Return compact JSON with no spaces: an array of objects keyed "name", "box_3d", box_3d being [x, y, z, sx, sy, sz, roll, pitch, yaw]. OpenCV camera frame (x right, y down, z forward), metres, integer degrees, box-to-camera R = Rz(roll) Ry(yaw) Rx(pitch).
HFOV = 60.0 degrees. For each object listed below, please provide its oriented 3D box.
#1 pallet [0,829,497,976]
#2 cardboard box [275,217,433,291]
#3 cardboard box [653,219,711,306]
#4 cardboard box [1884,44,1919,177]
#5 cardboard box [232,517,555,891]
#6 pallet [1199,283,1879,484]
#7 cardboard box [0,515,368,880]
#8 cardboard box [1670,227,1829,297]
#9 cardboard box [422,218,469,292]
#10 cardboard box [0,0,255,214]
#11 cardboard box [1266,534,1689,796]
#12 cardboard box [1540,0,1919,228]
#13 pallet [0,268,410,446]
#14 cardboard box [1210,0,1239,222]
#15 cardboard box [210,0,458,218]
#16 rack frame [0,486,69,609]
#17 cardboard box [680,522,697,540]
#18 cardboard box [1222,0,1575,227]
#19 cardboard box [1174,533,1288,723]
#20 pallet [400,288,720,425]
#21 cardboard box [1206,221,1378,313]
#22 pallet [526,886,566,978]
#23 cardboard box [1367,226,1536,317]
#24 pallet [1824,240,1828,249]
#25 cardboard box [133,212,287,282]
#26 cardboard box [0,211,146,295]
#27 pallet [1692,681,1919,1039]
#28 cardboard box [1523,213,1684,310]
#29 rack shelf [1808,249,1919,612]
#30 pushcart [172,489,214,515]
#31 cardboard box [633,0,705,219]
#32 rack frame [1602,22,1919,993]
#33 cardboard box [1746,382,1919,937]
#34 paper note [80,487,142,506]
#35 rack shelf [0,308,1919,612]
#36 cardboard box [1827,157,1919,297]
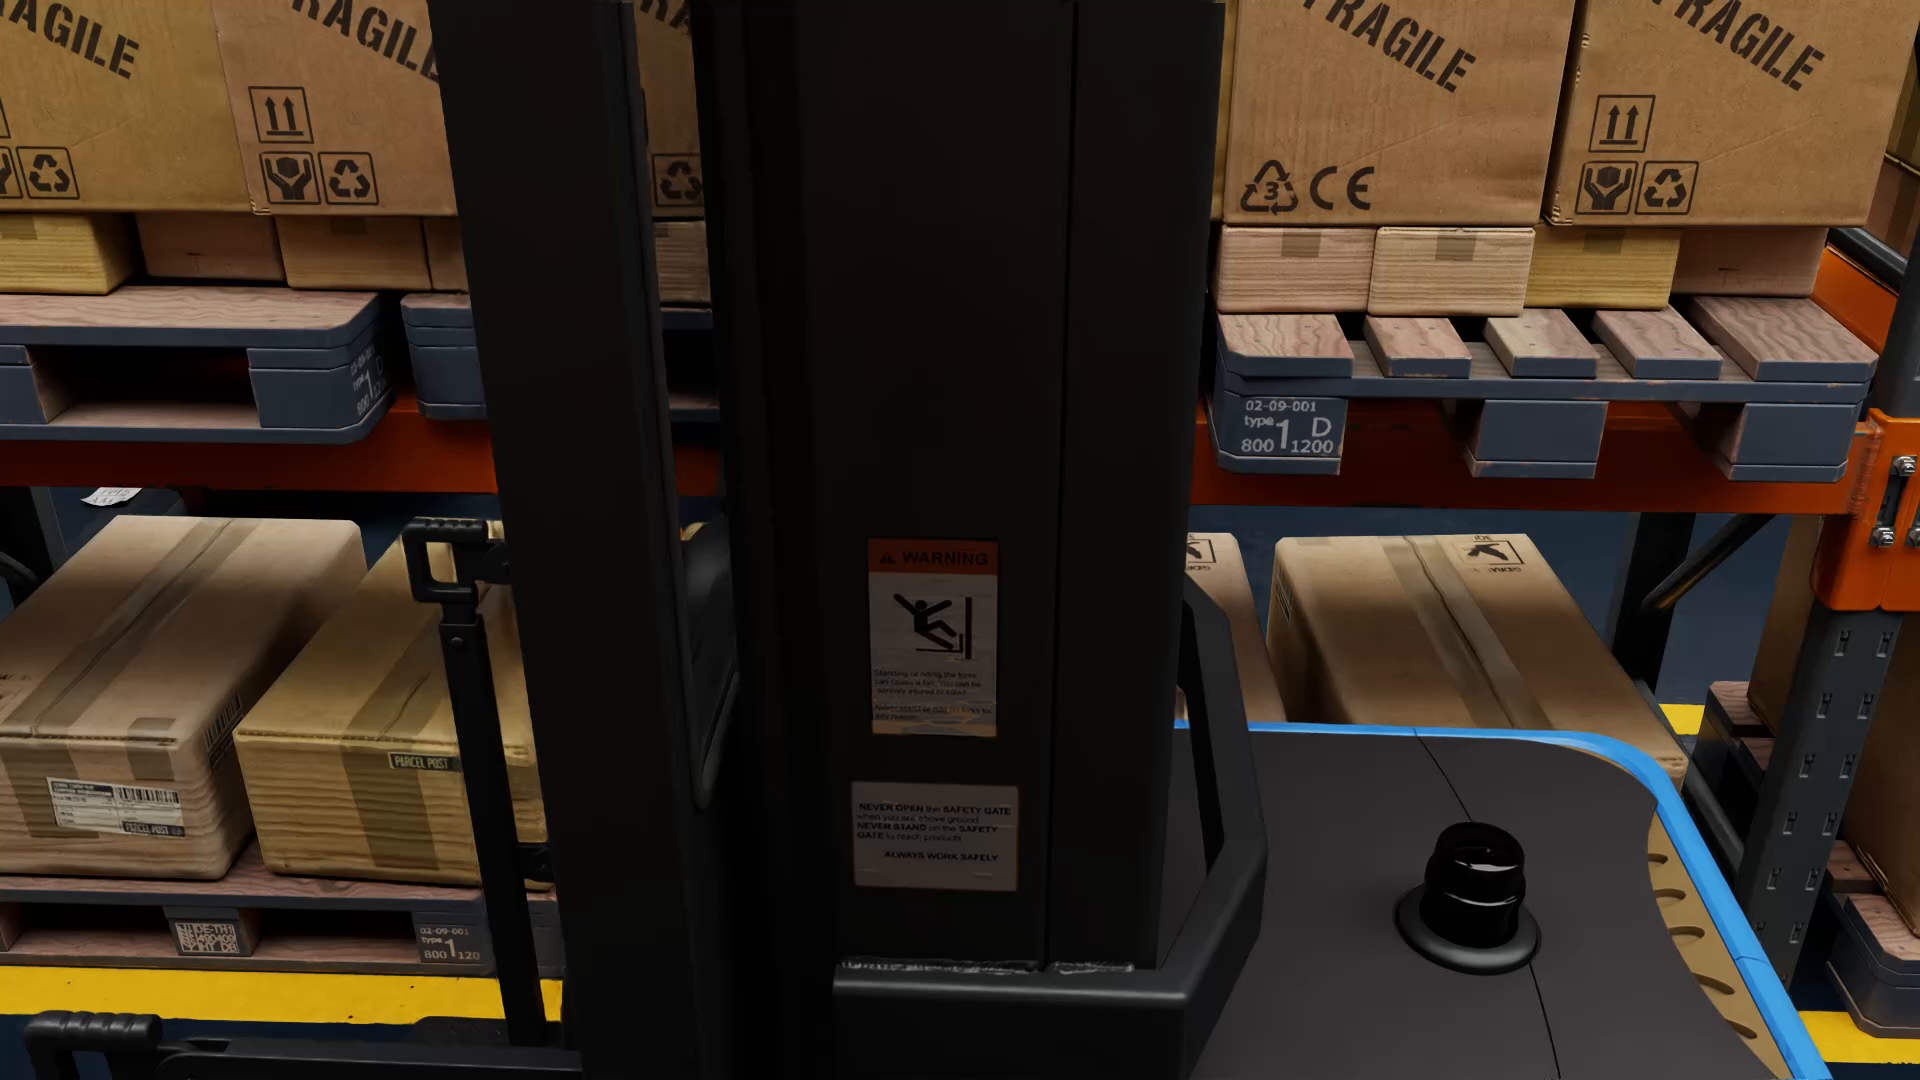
[{"name":"pallet","box_3d":[-1.563,0.585,3.922,1.213,0.211,1.003,1,28,2]},{"name":"cardboard box","box_3d":[-1.010,-0.576,2.954,0.250,0.149,0.380,1,28,3]},{"name":"cardboard box","box_3d":[-0.499,-0.543,2.891,0.250,0.149,0.380,2,28,4]},{"name":"cardboard box","box_3d":[2.149,-0.859,3.294,0.500,0.250,0.500,1,28,2]},{"name":"cardboard box","box_3d":[-1.099,0.334,3.775,0.625,0.372,0.950,3,28,5]},{"name":"pallet","box_3d":[0.940,-0.471,3.140,1.003,0.211,1.213,1,28,2]},{"name":"cardboard box","box_3d":[-1.817,0.323,3.795,0.625,0.372,0.950,1,28,2]},{"name":"cardboard box","box_3d":[1.320,-0.563,2.930,0.250,0.149,0.380,2,28,4]},{"name":"cardboard box","box_3d":[-0.763,-0.571,2.945,0.250,0.149,0.380,1,28,2]},{"name":"cardboard box","box_3d":[-1.382,-0.871,2.817,0.500,0.500,0.500,1,28,2]},{"name":"cardboard box","box_3d":[1.092,0.368,3.711,0.625,0.372,0.950,-1,28,-2]},{"name":"cardboard box","box_3d":[1.192,-0.832,2.744,0.500,0.500,0.500,0,28,0]},{"name":"pallet","box_3d":[-1.583,-0.494,3.184,1.213,0.211,1.003,1,28,2]},{"name":"cardboard box","box_3d":[0.170,-0.843,2.765,0.500,0.500,0.500,-1,28,-2]},{"name":"cardboard box","box_3d":[-0.889,-0.856,2.790,0.500,0.500,0.500,1,28,1]},{"name":"rack frame","box_3d":[-2.342,-0.660,3.292,0.127,3.000,1.000,1,28,2]},{"name":"cardboard box","box_3d":[-0.404,0.344,3.755,0.625,0.372,0.950,2,28,3]},{"name":"cardboard box","box_3d":[0.675,-0.836,2.751,0.500,0.500,0.500,1,28,1]},{"name":"cardboard box","box_3d":[0.354,0.359,3.727,0.625,0.372,0.950,0,28,1]},{"name":"pallet","box_3d":[-0.324,-0.522,3.238,1.213,0.211,1.003,1,28,2]},{"name":"cardboard box","box_3d":[0.545,-0.525,2.858,0.250,0.149,0.380,0,28,-1]},{"name":"pallet","box_3d":[-0.341,0.603,3.886,1.213,0.211,1.003,1,28,2]},{"name":"cardboard box","box_3d":[0.796,-0.517,2.843,0.250,0.149,0.380,1,28,1]},{"name":"pallet","box_3d":[3.727,-1.645,8.128,1.213,0.211,1.003,1,28,2]},{"name":"cardboard box","box_3d":[-1.265,-0.600,2.999,0.250,0.149,0.380,3,28,5]},{"name":"cardboard box","box_3d":[-1.551,-0.569,2.940,0.250,0.149,0.380,2,28,3]},{"name":"pallet","box_3d":[2.441,0.687,3.729,1.213,0.211,1.003,1,28,2]},{"name":"cardboard box","box_3d":[1.050,-0.534,2.875,0.250,0.149,0.380,1,28,3]},{"name":"rack shelf","box_3d":[3.655,-0.243,3.273,4.000,0.370,1.077,1,28,2]},{"name":"pushcart","box_3d":[-2.311,-0.569,5.921,0.936,0.377,1.648,-9,29,-16]},{"name":"cardboard box","box_3d":[-0.375,-0.853,2.783,0.500,0.500,0.500,0,28,0]},{"name":"rack frame","box_3d":[1.656,-0.594,3.167,0.127,3.000,1.000,1,28,2]},{"name":"cardboard box","box_3d":[2.343,0.210,3.471,0.875,0.875,0.875,1,28,1]},{"name":"paper note","box_3d":[-2.811,-0.155,5.510,0.142,0.019,0.148,1,28,2]},{"name":"rack shelf","box_3d":[-0.343,-0.309,3.398,4.000,0.370,1.077,1,28,2]},{"name":"cardboard box","box_3d":[2.171,-0.640,3.416,0.500,0.250,0.500,0,28,0]}]
